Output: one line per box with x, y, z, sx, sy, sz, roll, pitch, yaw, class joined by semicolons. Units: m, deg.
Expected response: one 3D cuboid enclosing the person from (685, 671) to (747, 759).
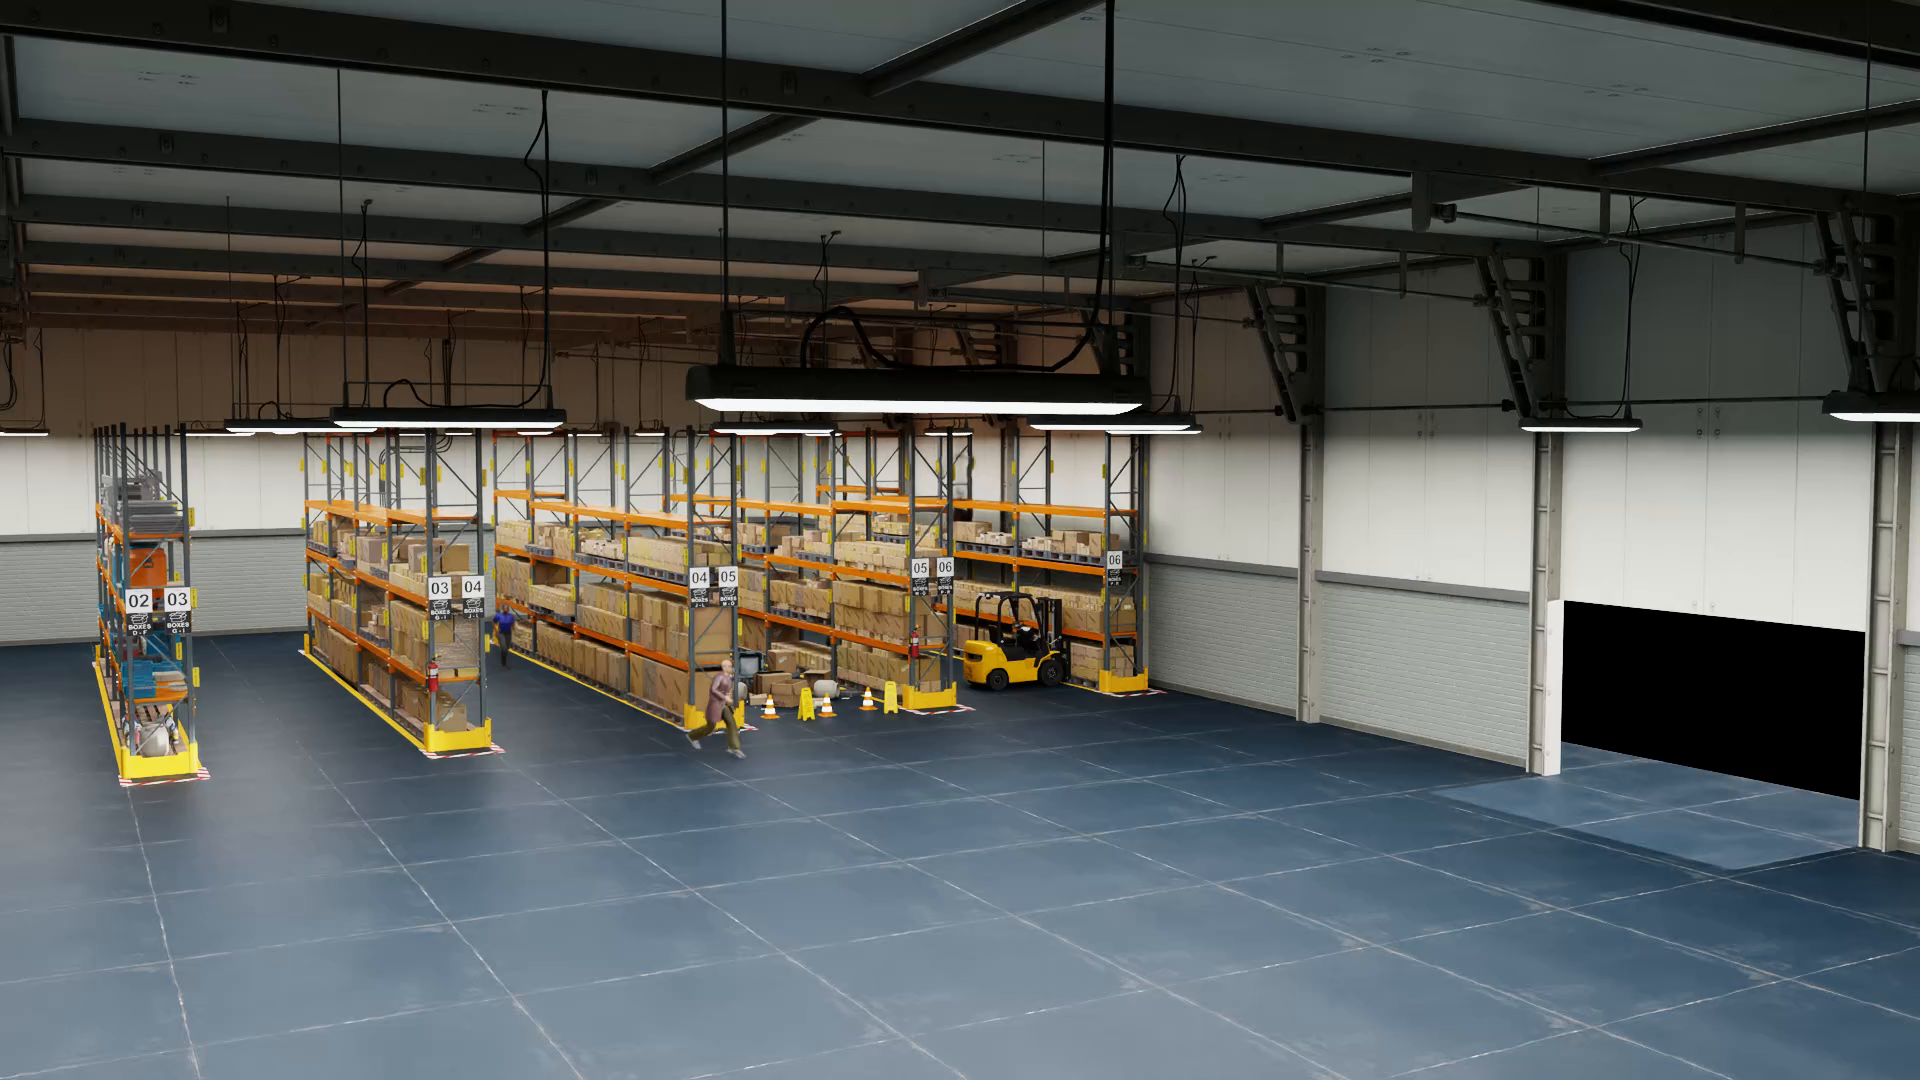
-4.401;3.130;29.960;1.188;1.591;0.713;1;4;18;person

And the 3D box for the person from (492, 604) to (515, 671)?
-11.324;2.434;41.342;0.506;1.685;0.846;-3;4;-38;person
